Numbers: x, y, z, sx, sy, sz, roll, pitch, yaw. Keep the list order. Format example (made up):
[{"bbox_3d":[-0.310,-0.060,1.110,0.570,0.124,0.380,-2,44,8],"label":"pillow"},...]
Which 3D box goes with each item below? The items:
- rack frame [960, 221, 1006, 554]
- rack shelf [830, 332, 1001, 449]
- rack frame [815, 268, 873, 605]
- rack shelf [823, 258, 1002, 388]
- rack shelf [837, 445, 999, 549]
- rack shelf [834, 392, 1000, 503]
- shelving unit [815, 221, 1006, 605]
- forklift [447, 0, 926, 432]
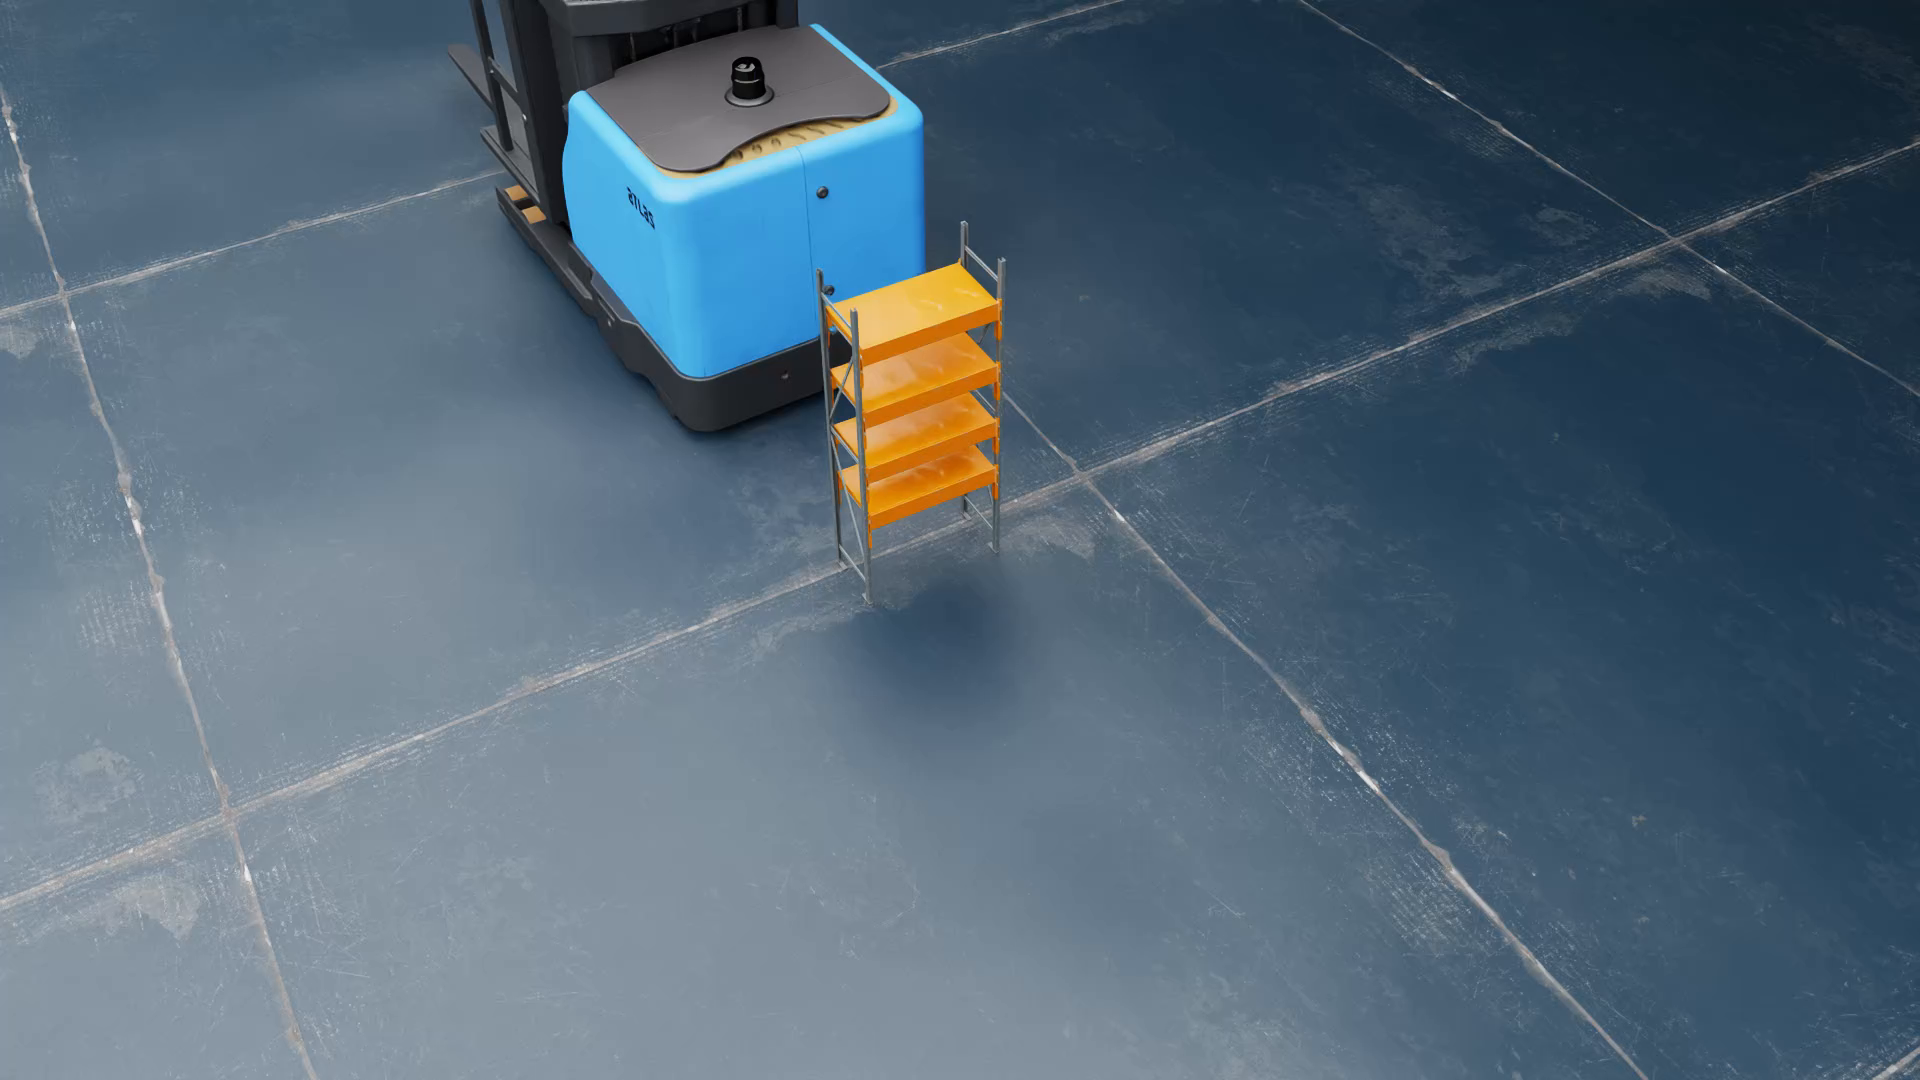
[{"bbox_3d":[0.068,-0.458,5.360,0.015,1.200,0.240,-22,48,-21],"label":"rack frame"},{"bbox_3d":[-0.144,-0.485,5.164,0.480,0.148,0.258,-22,48,-21],"label":"rack shelf"},{"bbox_3d":[-0.355,-0.288,5.186,0.015,1.200,0.240,-22,48,-21],"label":"rack frame"},{"bbox_3d":[-0.144,-0.655,4.999,0.480,0.148,0.258,-22,48,-21],"label":"rack shelf"},{"bbox_3d":[-0.144,-0.182,5.458,0.480,0.148,0.258,-22,48,-21],"label":"rack shelf"},{"bbox_3d":[-0.144,-0.325,5.320,0.480,0.148,0.258,-22,48,-21],"label":"rack shelf"},{"bbox_3d":[-0.144,-0.373,5.273,0.503,1.200,0.258,-22,48,-21],"label":"shelving unit"},{"bbox_3d":[-1.322,-2.451,6.171,1.130,2.935,3.031,-24,49,-23],"label":"forklift"}]
